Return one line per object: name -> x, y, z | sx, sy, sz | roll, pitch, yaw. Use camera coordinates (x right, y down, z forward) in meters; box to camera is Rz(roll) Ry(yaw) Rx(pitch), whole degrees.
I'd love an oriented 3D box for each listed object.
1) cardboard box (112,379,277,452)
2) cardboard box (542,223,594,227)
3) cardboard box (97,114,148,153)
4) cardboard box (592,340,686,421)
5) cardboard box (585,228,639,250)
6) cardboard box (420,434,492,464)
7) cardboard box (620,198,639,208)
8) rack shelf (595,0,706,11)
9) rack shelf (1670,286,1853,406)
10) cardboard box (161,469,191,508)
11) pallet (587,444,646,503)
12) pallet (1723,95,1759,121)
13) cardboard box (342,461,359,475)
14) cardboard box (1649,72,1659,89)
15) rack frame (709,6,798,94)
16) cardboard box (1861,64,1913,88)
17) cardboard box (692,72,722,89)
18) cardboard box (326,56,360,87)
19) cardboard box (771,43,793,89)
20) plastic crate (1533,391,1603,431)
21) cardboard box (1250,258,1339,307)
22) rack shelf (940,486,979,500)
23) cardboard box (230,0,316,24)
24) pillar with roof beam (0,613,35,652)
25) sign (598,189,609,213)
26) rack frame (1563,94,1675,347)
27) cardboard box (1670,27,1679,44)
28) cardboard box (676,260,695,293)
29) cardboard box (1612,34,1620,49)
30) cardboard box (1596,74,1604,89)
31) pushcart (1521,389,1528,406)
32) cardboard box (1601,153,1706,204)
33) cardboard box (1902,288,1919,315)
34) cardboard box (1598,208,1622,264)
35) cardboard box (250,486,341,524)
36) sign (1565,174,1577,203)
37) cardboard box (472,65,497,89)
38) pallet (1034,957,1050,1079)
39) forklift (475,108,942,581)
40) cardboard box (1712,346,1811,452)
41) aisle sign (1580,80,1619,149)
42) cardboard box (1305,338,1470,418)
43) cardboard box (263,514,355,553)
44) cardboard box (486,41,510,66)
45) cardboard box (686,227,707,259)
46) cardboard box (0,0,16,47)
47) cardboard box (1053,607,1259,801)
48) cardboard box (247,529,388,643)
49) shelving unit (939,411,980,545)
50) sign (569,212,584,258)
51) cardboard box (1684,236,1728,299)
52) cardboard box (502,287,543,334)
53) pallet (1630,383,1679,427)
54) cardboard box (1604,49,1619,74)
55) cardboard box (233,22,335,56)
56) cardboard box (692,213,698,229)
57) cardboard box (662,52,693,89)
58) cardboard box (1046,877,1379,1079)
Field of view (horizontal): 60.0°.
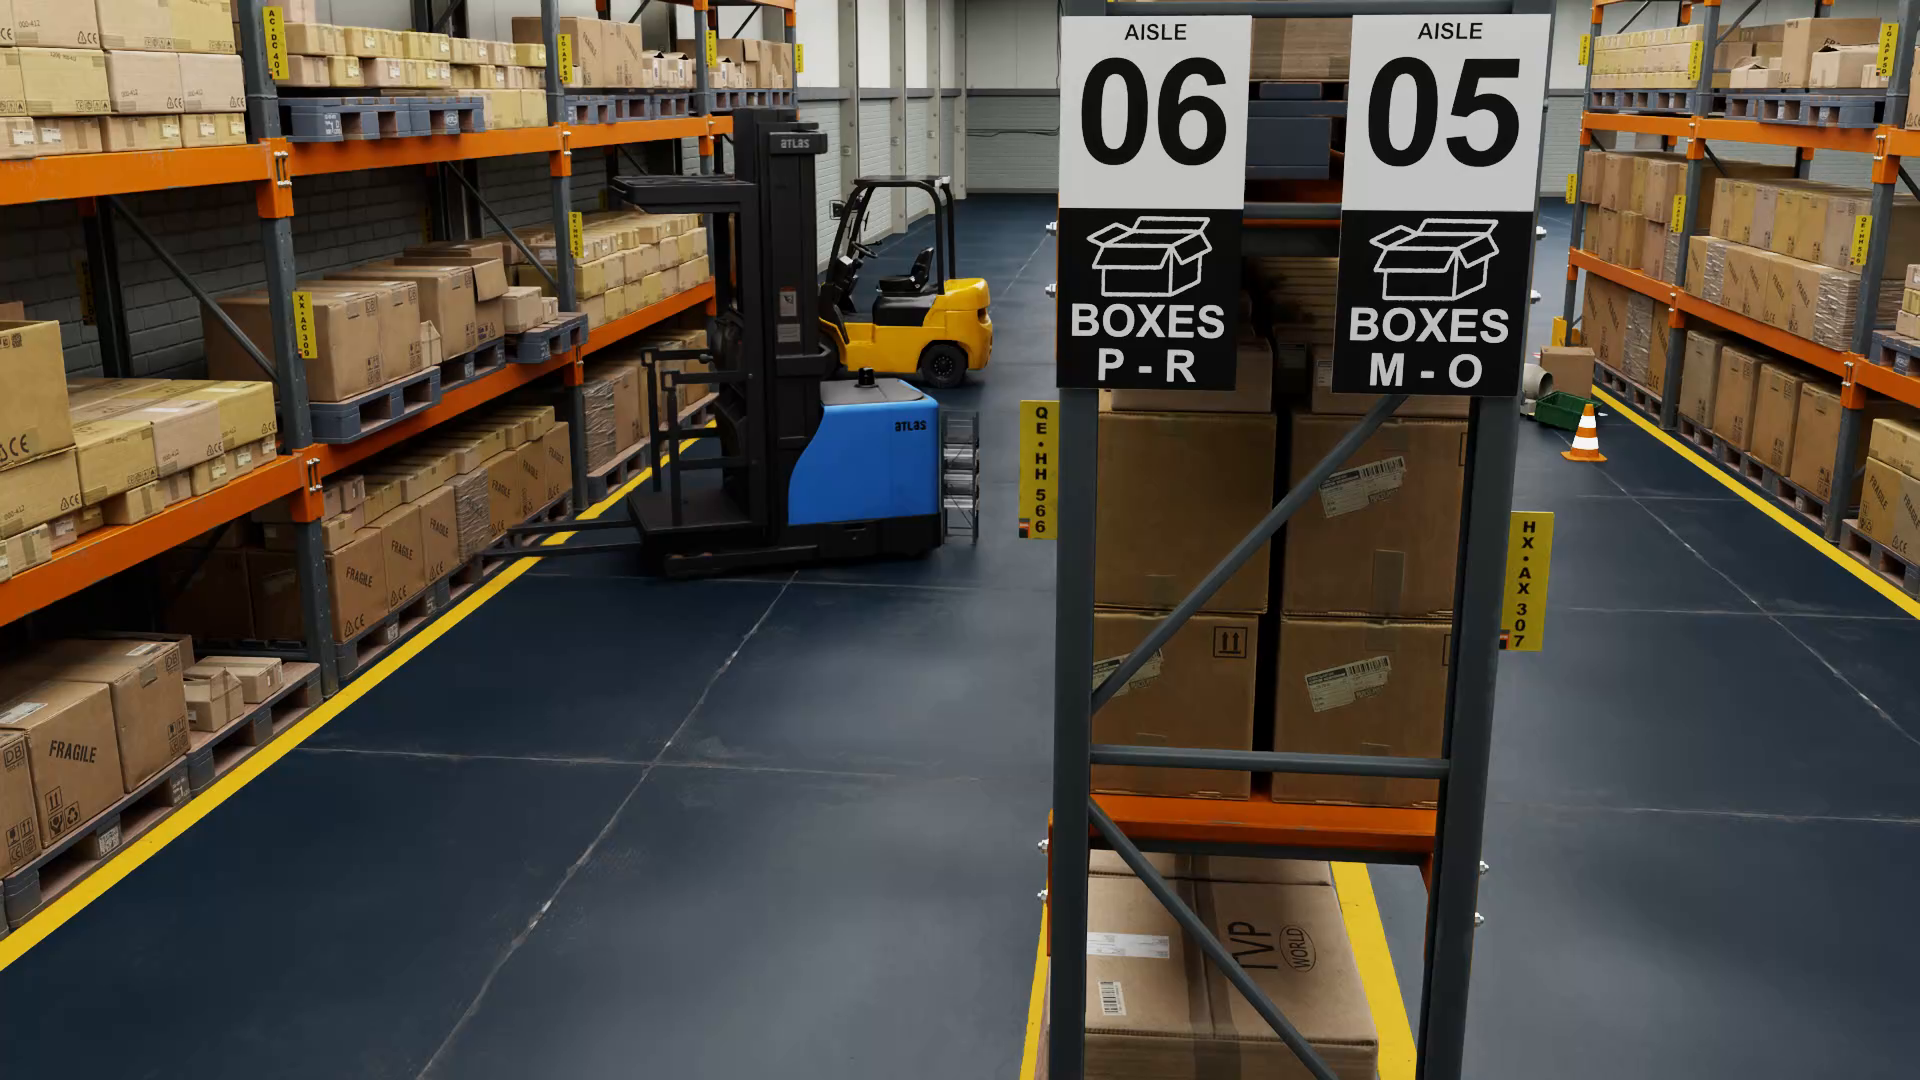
cardboard box -> -3.571, -0.582, 7.784 | 0.500, 0.250, 0.500 | 2, 15, 8
cardboard box -> -3.324, -2.607, 14.123 | 0.380, 0.149, 0.250 | 2, 15, 7
cardboard box -> -3.605, -1.678, 6.856 | 0.380, 0.149, 0.250 | 2, 15, 6
cardboard box -> -2.996, -1.444, 15.002 | 0.875, 0.625, 0.625 | 2, 15, 6
cardboard box -> -2.841, -2.458, 13.570 | 0.380, 0.149, 0.250 | 2, 15, 7
cardboard box -> -3.285, -0.590, 10.840 | 0.380, 0.149, 0.250 | 1, 15, 5
cardboard box -> -3.117, -3.321, 16.194 | 0.380, 0.149, 0.250 | 2, 15, 6
rack shelf -> -3.079, -4.562, 13.436 | 1.077, 0.370, 4.000 | 2, 15, 6
rack shelf -> 6.783, -1.594, 13.188 | 1.077, 0.370, 4.000 | 2, 15, 6
cardboard box -> -3.611, -0.235, 7.265 | 0.380, 0.149, 0.250 | 2, 15, 8
pallet -> -3.173, -0.553, 13.304 | 1.003, 0.211, 1.213 | 2, 15, 6
pallet -> 6.955, -3.576, 13.761 | 0.805, 0.209, 1.217 | 1, 15, 4
cardboard box -> -3.897, -0.400, 10.136 | 0.380, 0.149, 0.250 | 2, 15, 7
cardboard box -> 6.847, -4.405, 15.944 | 0.380, 0.149, 0.250 | 2, 15, 7
rack frame -> -2.402, -6.658, 19.045 | 1.000, 3.000, 0.127 | 2, 15, 6
cardboard box -> 6.407, -3.170, 11.345 | 0.380, 0.166, 0.250 | 2, 15, 6
cardboard box -> -2.501, -4.410, 15.962 | 0.380, 0.149, 0.250 | 2, 15, 7
cardboard box -> -3.263, -2.359, 8.379 | 0.380, 0.149, 0.250 | 2, 15, 7
cardboard box -> -2.210, -5.387, 18.905 | 0.500, 0.500, 0.500 | 2, 15, 8
plastic crate -> 5.727, -1.214, 15.681 | 0.450, 0.188, 0.662 | 22, 25, 31
cardboard box -> 1.251, -0.930, 6.004 | 0.380, 0.149, 0.250 | 1, 15, 5
rack shelf -> -0.001, -0.313, 11.569 | 0.258, 0.077, 0.200 | 2, 15, 6
cardboard box -> -3.375, -2.639, 8.050 | 0.396, 0.266, 0.258 | 2, 15, 6
pillar with roof beam -> -0.453, -3.265, 6.497 | 9.100, 9.000, 0.400 | 2, 15, 6
sign -> -3.405, -3.197, 15.927 | 0.100, 0.325, 0.005 | 2, 15, 6
rack frame -> 7.460, -3.497, 18.849 | 1.000, 3.000, 0.127 | 2, 15, 6
cardboard box -> 6.791, -4.657, 15.350 | 0.380, 0.149, 0.250 | 2, 15, 6
cardboard box -> -2.701, -2.383, 15.017 | 0.500, 0.250, 0.500 | 2, 15, 6
cardboard box -> 7.019, -5.186, 17.305 | 0.380, 0.149, 0.250 | 2, 15, 7
cardboard box -> 7.075, -4.929, 17.884 | 0.380, 0.149, 0.250 | 2, 15, 7
pushcart -> 4.350, -1.259, 15.596 | 1.648, 0.377, 0.936 | -4, 16, -13
cardboard box -> 7.410, -3.850, 17.799 | 0.875, 0.550, 0.550 | 2, 15, 6
cardboard box -> 6.304, -1.528, 10.673 | 0.380, 0.149, 0.250 | 2, 15, 9
cardboard box -> 7.235, -3.187, 17.415 | 0.875, 0.550, 0.550 | 2, 15, 6
cardboard box -> -3.511, -0.189, 8.788 | 0.380, 0.149, 0.250 | 1, 15, 5
sign -> 6.910, -3.971, 18.792 | 0.100, 0.325, 0.005 | 2, 15, 6
cardboard box -> -3.194, -2.956, 10.626 | 0.380, 0.149, 0.250 | 2, 15, 6
pallet -> 0.738, 1.669, 5.084 | 1.003, 0.211, 1.213 | 2, 15, 6
forklift -> -1.700, -1.305, 10.872 | 3.031, 2.935, 1.130 | -5, 16, -17
cardboard box -> 6.916, -1.163, 13.721 | 1.050, 0.750, 0.750 | 2, 15, 6
aisle sign -> 7.170, -4.779, 18.610 | 0.394, 0.787, 0.004 | 2, 15, 6
cardboard box -> 1.040, -0.395, 4.027 | 0.380, 0.149, 0.250 | 2, 15, 7
cardboard box -> -3.451, -0.044, 8.820 | 0.380, 0.149, 0.250 | 2, 15, 9
cardboard box -> -3.164, -3.165, 10.829 | 0.380, 0.149, 0.250 | 1, 15, 4
cardboard box -> -2.655, -2.759, 15.447 | 0.500, 0.250, 0.500 | 1, 15, 5
cardboard box -> -3.741, -1.875, 5.863 | 0.500, 0.250, 0.500 | 2, 15, 8
cardboard box -> 0.517, 0.352, 4.423 | 0.500, 0.500, 0.500 | 2, 15, 7
cardboard box -> -3.478, 0.235, 9.029 | 0.500, 0.500, 0.500 | 2, 15, 9
shelving unit -> -0.001, -0.432, 11.537 | 0.258, 0.900, 0.210 | 2, 15, 6
sign -> -2.764, -2.194, 11.964 | 0.100, 0.325, 0.005 | 2, 15, 6
cardboard box -> 6.682, -2.380, 14.524 | 0.500, 0.500, 0.500 | 2, 15, 7
cardboard box -> -3.102, -1.534, 11.073 | 0.500, 0.250, 0.500 | 1, 15, 4
pallet -> 7.173, -1.309, 16.097 | 1.003, 0.211, 1.213 | 2, 15, 6
cardboard box -> 7.095, -5.018, 17.448 | 0.500, 0.250, 0.500 | 2, 15, 6
cardboard box -> -3.286, -2.436, 8.092 | 0.380, 0.149, 0.250 | 2, 15, 8
cardboard box -> -2.671, -2.991, 15.542 | 0.380, 0.149, 0.250 | 2, 15, 8
cardboard box -> -2.693, -4.186, 14.823 | 0.500, 0.311, 0.500 | 1, 15, 4
cardboard box -> 0.700, 1.393, 4.868 | 0.875, 0.438, 0.875 | 1, 15, 4
